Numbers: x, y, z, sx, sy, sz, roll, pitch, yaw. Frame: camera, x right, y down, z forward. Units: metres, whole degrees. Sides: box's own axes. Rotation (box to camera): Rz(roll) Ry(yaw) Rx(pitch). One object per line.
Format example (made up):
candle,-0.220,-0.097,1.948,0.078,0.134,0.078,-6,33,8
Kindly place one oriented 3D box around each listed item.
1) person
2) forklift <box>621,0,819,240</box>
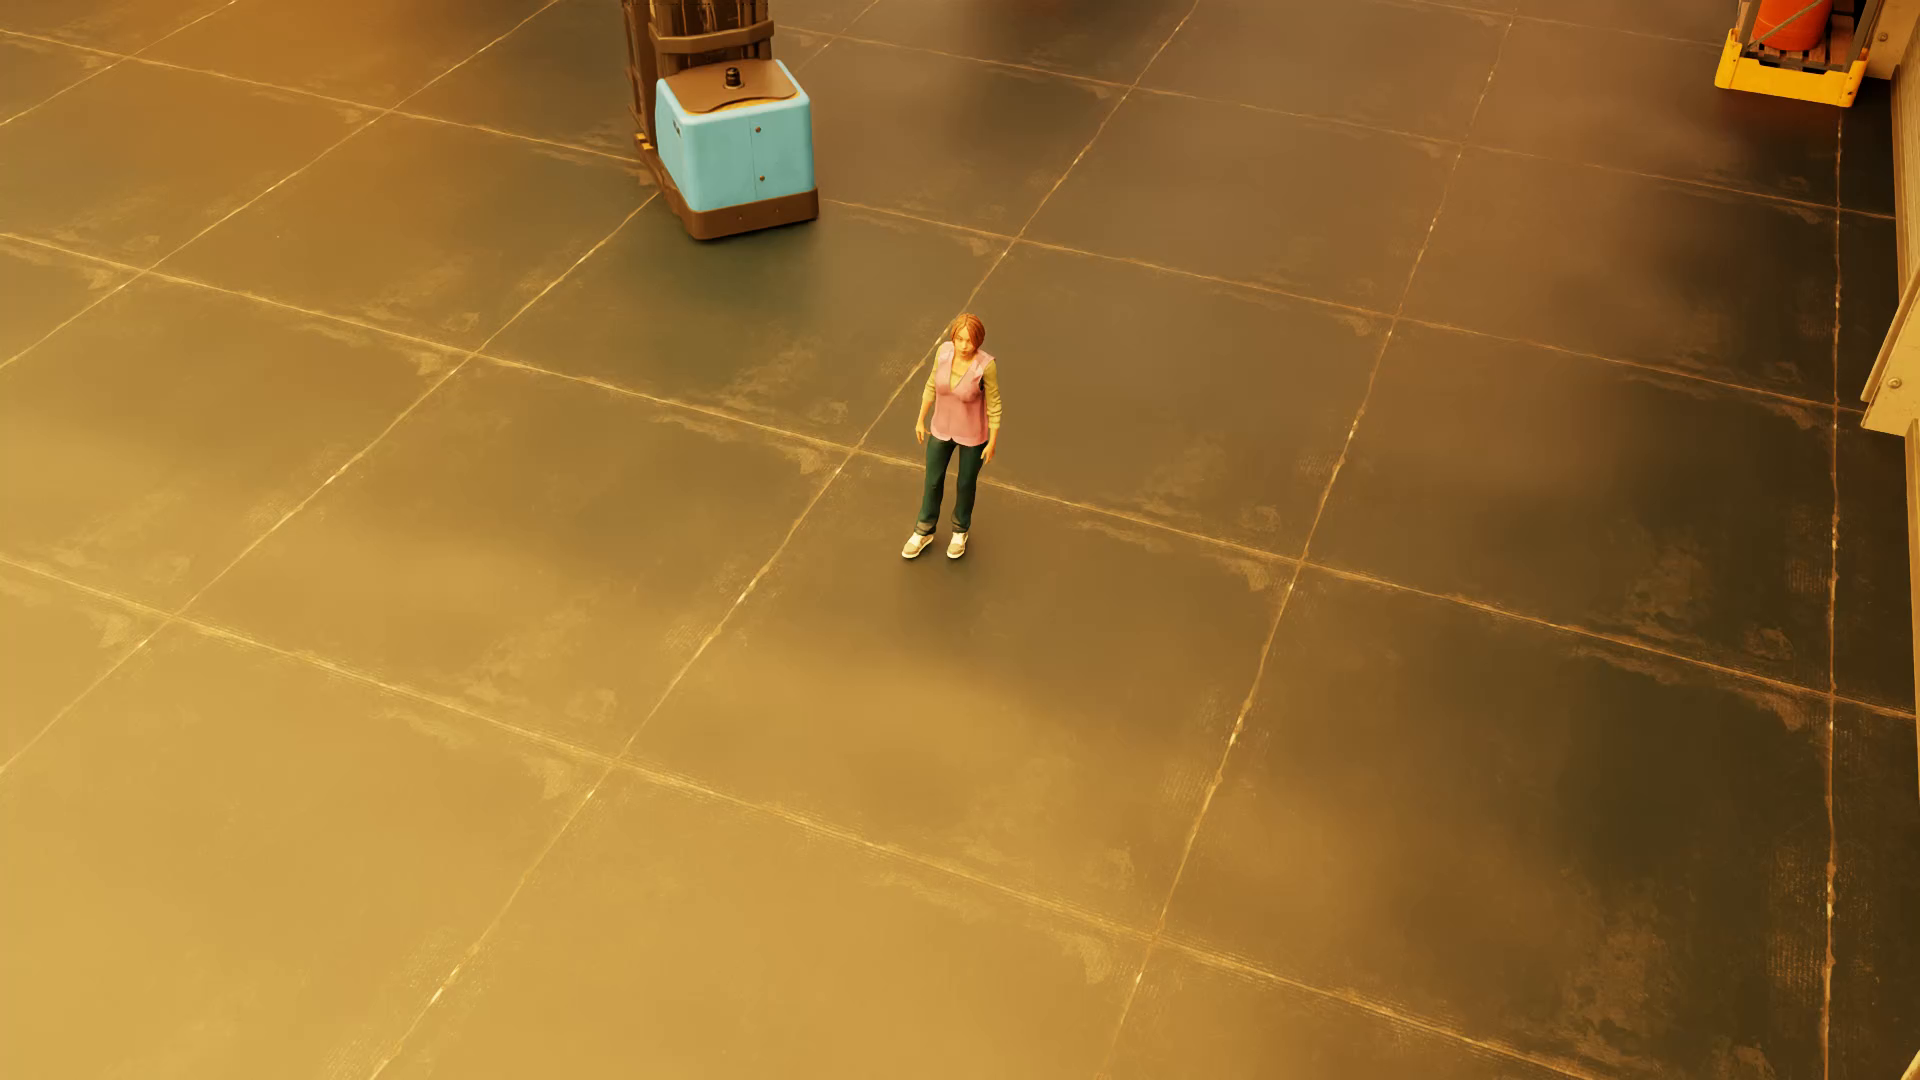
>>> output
person,-0.041,-0.578,9.724,0.520,1.597,0.476,15,42,17
forklift,-2.154,-4.418,13.284,1.130,2.935,3.031,-15,42,-17
